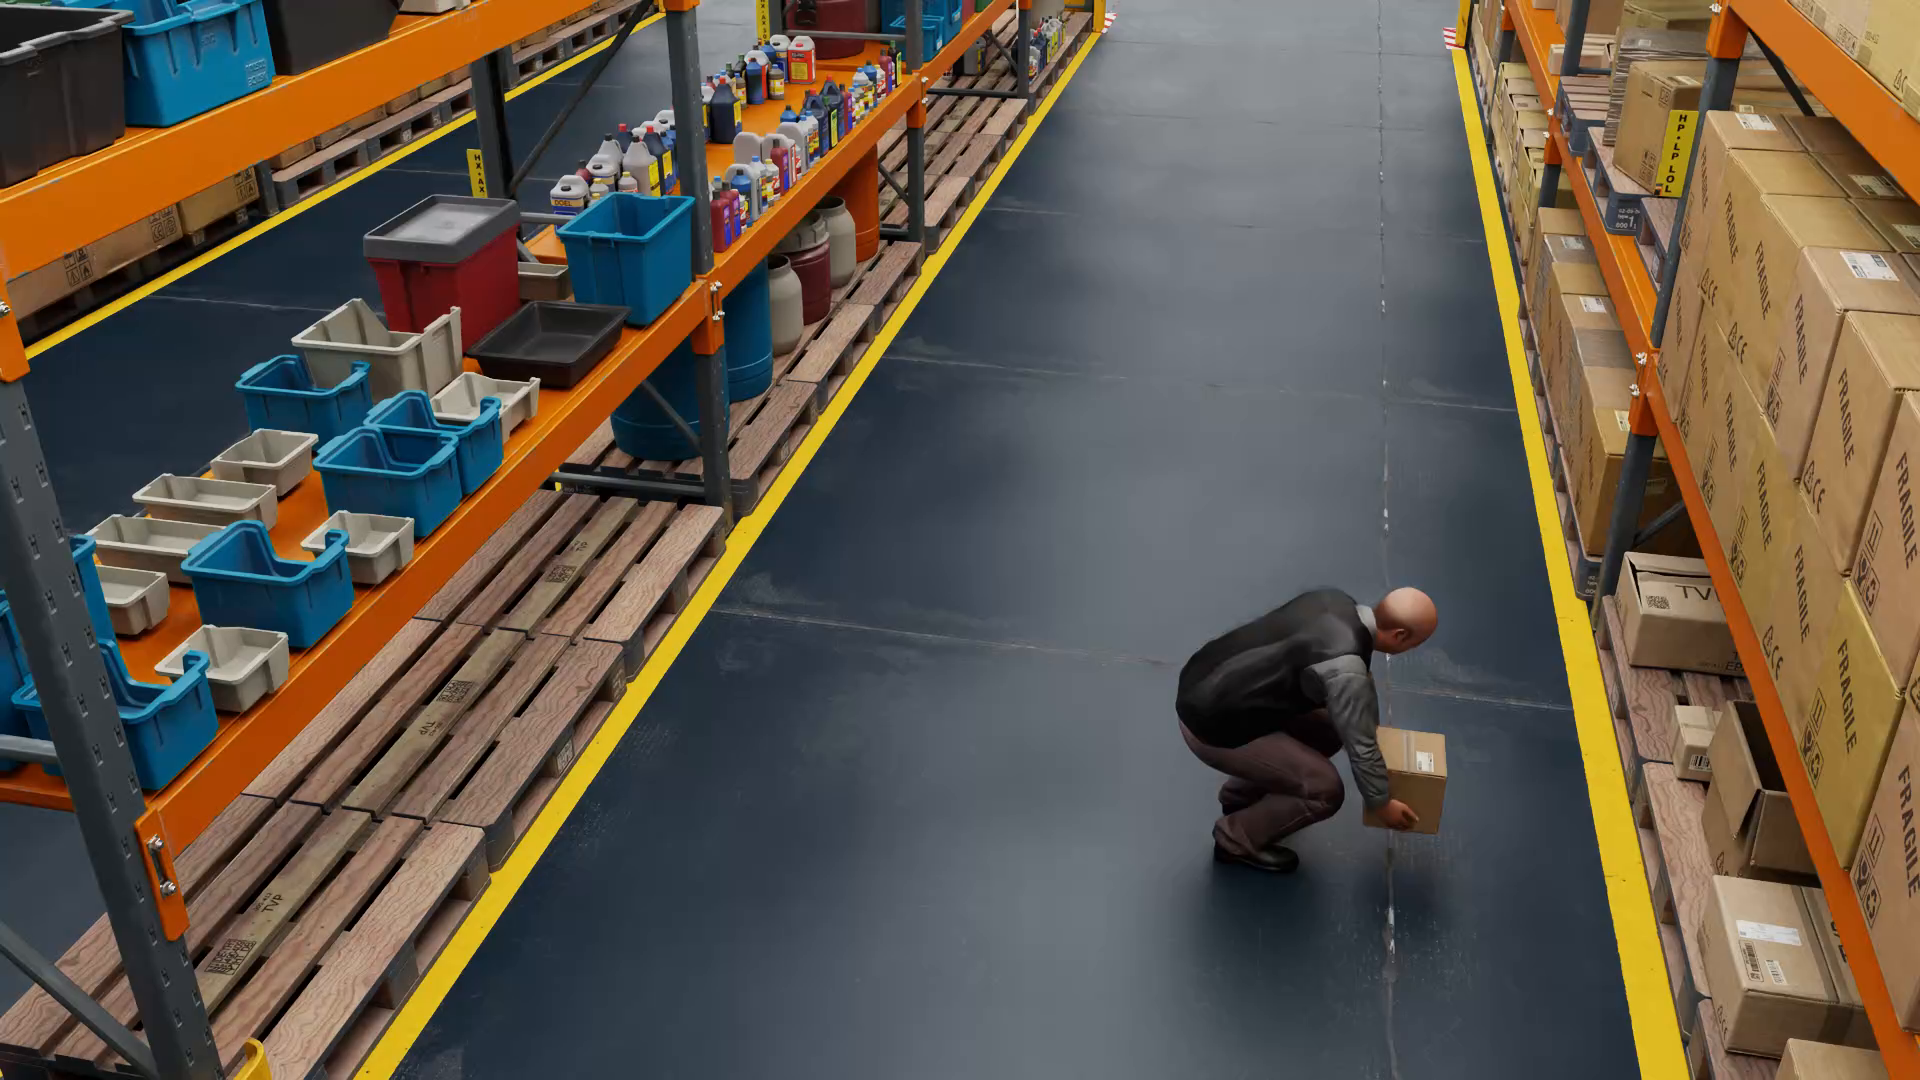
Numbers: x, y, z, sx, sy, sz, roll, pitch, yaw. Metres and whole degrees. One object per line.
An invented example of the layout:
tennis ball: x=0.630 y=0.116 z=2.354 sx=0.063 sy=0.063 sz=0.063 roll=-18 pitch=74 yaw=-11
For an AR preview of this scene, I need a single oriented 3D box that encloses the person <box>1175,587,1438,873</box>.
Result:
person: x=1.176 y=0.612 z=5.753 sx=0.848 sy=1.032 sz=0.550 roll=6 pitch=29 yaw=10
